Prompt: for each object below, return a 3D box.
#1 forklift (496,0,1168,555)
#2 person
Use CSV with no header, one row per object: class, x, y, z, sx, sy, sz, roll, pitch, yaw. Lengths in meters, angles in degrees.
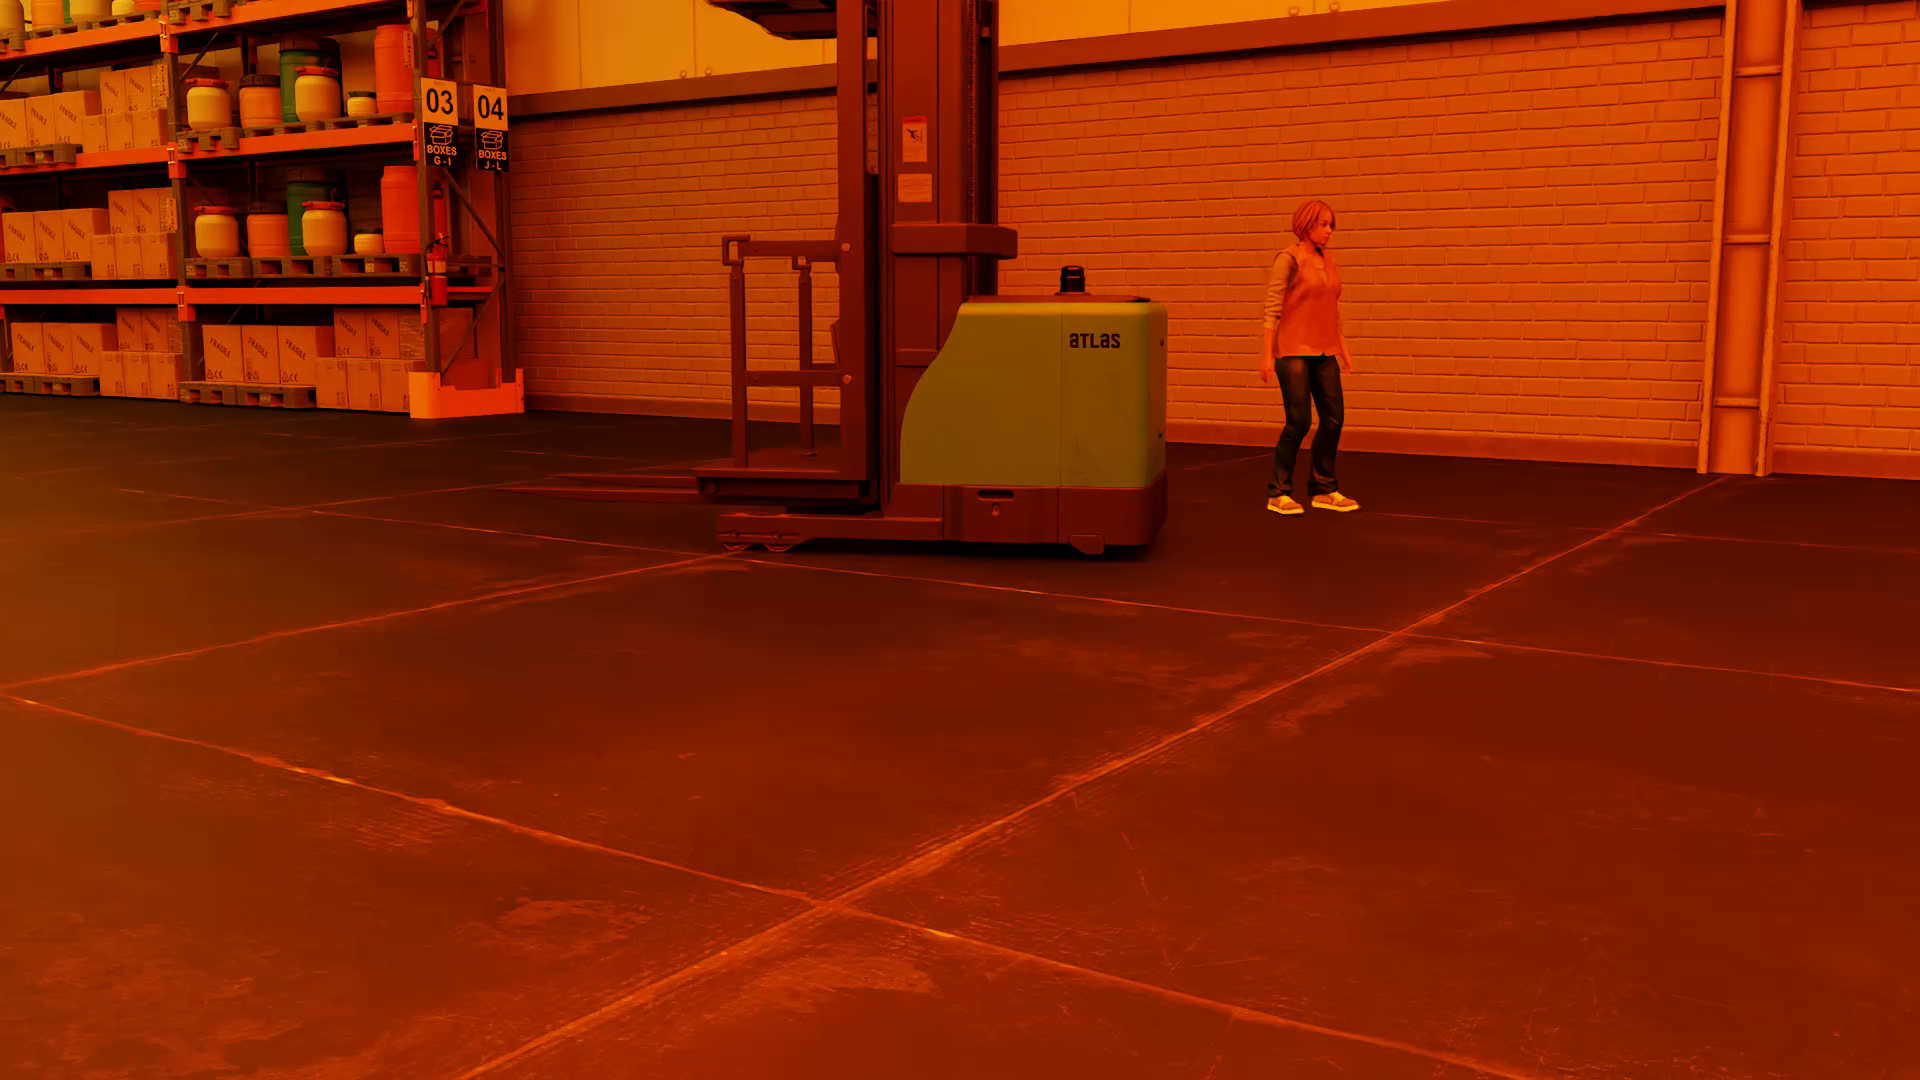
forklift,-0.596,-1.469,7.520,3.031,2.935,1.130,2,8,12
person,1.787,-0.927,8.494,0.579,1.586,0.343,-6,10,-35
